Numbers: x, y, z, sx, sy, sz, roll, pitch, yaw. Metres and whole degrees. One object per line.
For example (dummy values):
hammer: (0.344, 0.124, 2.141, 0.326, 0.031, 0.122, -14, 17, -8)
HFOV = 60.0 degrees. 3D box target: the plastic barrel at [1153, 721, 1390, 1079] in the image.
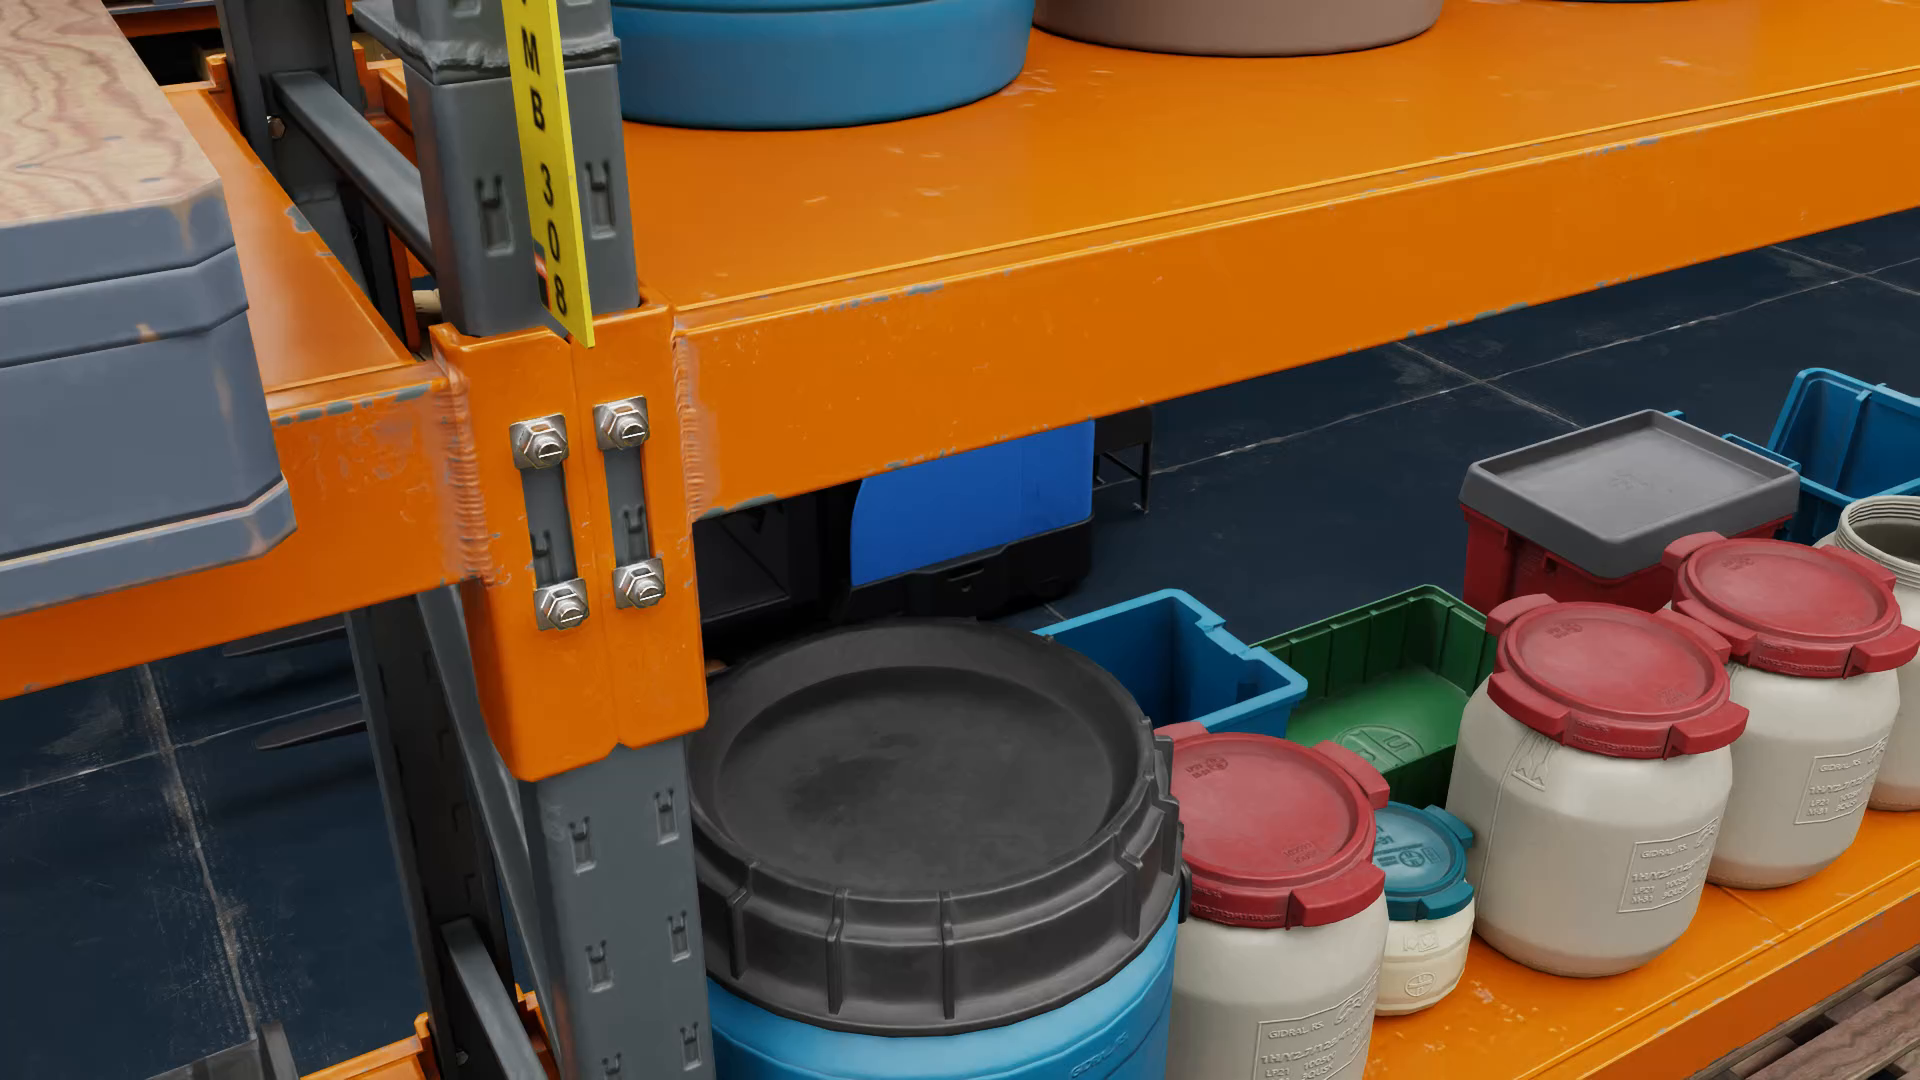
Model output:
plastic barrel: (0.399, 0.595, 2.427, 0.433, 0.535, 0.433, 0, 29, 0)

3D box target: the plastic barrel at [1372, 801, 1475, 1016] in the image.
plastic barrel: (0.682, 0.598, 2.706, 0.301, 0.262, 0.301, 0, 29, 0)

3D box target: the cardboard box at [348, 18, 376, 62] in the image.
cardboard box: (-4.105, -3.182, 10.767, 0.500, 0.250, 0.500, -17, 33, -28)

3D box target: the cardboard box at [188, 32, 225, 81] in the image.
cardboard box: (-4.552, -3.053, 10.533, 0.500, 0.250, 0.500, -17, 33, -27)

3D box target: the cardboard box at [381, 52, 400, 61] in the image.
cardboard box: (-1.918, -1.621, 6.480, 0.500, 0.500, 0.500, -13, 32, -23)

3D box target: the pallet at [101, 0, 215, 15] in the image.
pallet: (-4.823, -3.372, 9.955, 1.213, 0.211, 1.003, -16, 33, -26)

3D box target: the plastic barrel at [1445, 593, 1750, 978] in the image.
plastic barrel: (1.032, 0.415, 2.753, 0.433, 0.535, 0.433, 0, 29, 0)

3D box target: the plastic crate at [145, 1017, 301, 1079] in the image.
plastic crate: (-1.053, 0.899, 2.080, 0.504, 0.338, 0.767, -16, 33, -26)

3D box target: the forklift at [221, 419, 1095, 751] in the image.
forklift: (-1.022, -0.950, 5.437, 3.031, 2.935, 1.130, -16, 33, -26)

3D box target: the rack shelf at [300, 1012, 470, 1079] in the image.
rack shelf: (-2.261, 1.602, 1.488, 4.000, 0.370, 1.077, -16, 33, -26)

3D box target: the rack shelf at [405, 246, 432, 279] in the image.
rack shelf: (-1.319, -1.442, 7.003, 4.000, 0.370, 1.077, -16, 33, -26)

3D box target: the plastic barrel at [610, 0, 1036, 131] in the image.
plastic barrel: (-0.208, -0.951, 1.745, 0.708, 0.901, 0.600, -16, 33, -26)

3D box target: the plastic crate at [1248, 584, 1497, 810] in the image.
plastic crate: (0.822, 0.346, 3.238, 0.662, 0.188, 0.450, -16, 33, -26)

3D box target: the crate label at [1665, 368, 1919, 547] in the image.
crate label: (1.918, -0.067, 3.730, 0.616, 0.435, 0.502, -16, 33, -26)

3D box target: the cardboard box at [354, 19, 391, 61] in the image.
cardboard box: (-3.666, -3.296, 10.974, 0.500, 0.250, 0.500, -16, 33, -27)

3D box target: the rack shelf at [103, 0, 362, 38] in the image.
rack shelf: (-3.831, -3.505, 10.740, 4.000, 0.370, 1.077, -16, 33, -26)

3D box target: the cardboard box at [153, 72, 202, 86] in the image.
cardboard box: (-4.930, -2.615, 10.516, 0.500, 0.500, 0.700, -15, 32, -25)

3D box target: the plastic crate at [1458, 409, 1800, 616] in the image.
plastic crate: (1.364, 0.058, 3.474, 0.583, 0.464, 0.402, -16, 33, -26)

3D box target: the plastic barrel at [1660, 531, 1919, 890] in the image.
plastic barrel: (1.405, 0.309, 2.945, 0.433, 0.535, 0.433, 0, 29, 0)

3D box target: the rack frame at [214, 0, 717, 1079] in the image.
rack frame: (-0.537, 0.797, 2.201, 0.127, 3.000, 1.000, -16, 33, -26)

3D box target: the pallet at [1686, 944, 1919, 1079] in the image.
pallet: (2.224, 1.212, 4.335, 1.213, 0.211, 1.003, -16, 33, -26)

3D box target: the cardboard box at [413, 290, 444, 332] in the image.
cardboard box: (-2.394, -0.841, 7.001, 0.500, 0.311, 0.500, -15, 32, -25)

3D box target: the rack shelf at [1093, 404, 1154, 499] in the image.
rack shelf: (0.469, -0.427, 6.827, 0.480, 0.518, 0.431, -16, 33, -26)

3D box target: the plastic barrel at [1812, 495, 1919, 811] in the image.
plastic barrel: (1.770, 0.213, 3.144, 0.421, 0.512, 0.421, 0, 29, 0)

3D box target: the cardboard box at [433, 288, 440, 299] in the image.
cardboard box: (-1.962, -0.963, 7.220, 0.500, 0.311, 0.500, -16, 33, -26)

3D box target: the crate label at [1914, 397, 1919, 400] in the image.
crate label: (2.359, -0.162, 4.112, 0.416, 0.233, 0.303, -16, 33, -26)

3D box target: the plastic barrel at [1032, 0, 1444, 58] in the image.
plastic barrel: (0.356, -1.111, 2.035, 0.600, 0.901, 0.600, 0, 29, 0)

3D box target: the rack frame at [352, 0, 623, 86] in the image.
rack frame: (-0.537, -1.829, 0.752, 0.127, 3.000, 1.000, -16, 33, -26)

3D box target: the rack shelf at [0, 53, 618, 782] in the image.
rack shelf: (-2.261, 0.288, 0.763, 4.000, 0.370, 1.077, -16, 33, -26)

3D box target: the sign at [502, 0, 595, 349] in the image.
sign: (-0.268, -0.288, 1.054, 0.005, 0.325, 0.100, -16, 33, -26)

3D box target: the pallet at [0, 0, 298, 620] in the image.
pallet: (-1.109, -0.216, 1.128, 1.003, 0.211, 1.213, -16, 33, -26)

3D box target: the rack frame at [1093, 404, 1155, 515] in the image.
rack frame: (0.680, -1.111, 6.589, 0.015, 2.100, 0.400, -16, 33, -26)

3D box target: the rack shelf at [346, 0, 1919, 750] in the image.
rack shelf: (1.188, -0.691, 2.537, 4.000, 0.370, 1.077, -16, 33, -26)

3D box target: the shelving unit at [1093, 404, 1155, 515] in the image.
shelving unit: (0.469, -1.051, 6.482, 0.503, 2.100, 0.431, -16, 33, -26)

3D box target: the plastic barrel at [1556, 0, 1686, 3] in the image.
plastic barrel: (0.920, -1.271, 2.325, 0.708, 0.901, 0.600, -16, 33, -26)

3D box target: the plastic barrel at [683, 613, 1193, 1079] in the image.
plastic barrel: (-0.050, 0.609, 2.023, 0.708, 0.901, 0.600, -16, 33, -26)

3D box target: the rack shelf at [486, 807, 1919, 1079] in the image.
rack shelf: (1.188, 0.622, 3.262, 4.000, 0.370, 1.077, -16, 33, -26)

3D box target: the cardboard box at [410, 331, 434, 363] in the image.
cardboard box: (-2.126, -0.611, 6.583, 0.500, 0.311, 0.500, -16, 33, -27)

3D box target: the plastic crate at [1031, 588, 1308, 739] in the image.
plastic crate: (0.257, 0.404, 2.929, 0.575, 0.384, 0.392, -16, 33, -26)
